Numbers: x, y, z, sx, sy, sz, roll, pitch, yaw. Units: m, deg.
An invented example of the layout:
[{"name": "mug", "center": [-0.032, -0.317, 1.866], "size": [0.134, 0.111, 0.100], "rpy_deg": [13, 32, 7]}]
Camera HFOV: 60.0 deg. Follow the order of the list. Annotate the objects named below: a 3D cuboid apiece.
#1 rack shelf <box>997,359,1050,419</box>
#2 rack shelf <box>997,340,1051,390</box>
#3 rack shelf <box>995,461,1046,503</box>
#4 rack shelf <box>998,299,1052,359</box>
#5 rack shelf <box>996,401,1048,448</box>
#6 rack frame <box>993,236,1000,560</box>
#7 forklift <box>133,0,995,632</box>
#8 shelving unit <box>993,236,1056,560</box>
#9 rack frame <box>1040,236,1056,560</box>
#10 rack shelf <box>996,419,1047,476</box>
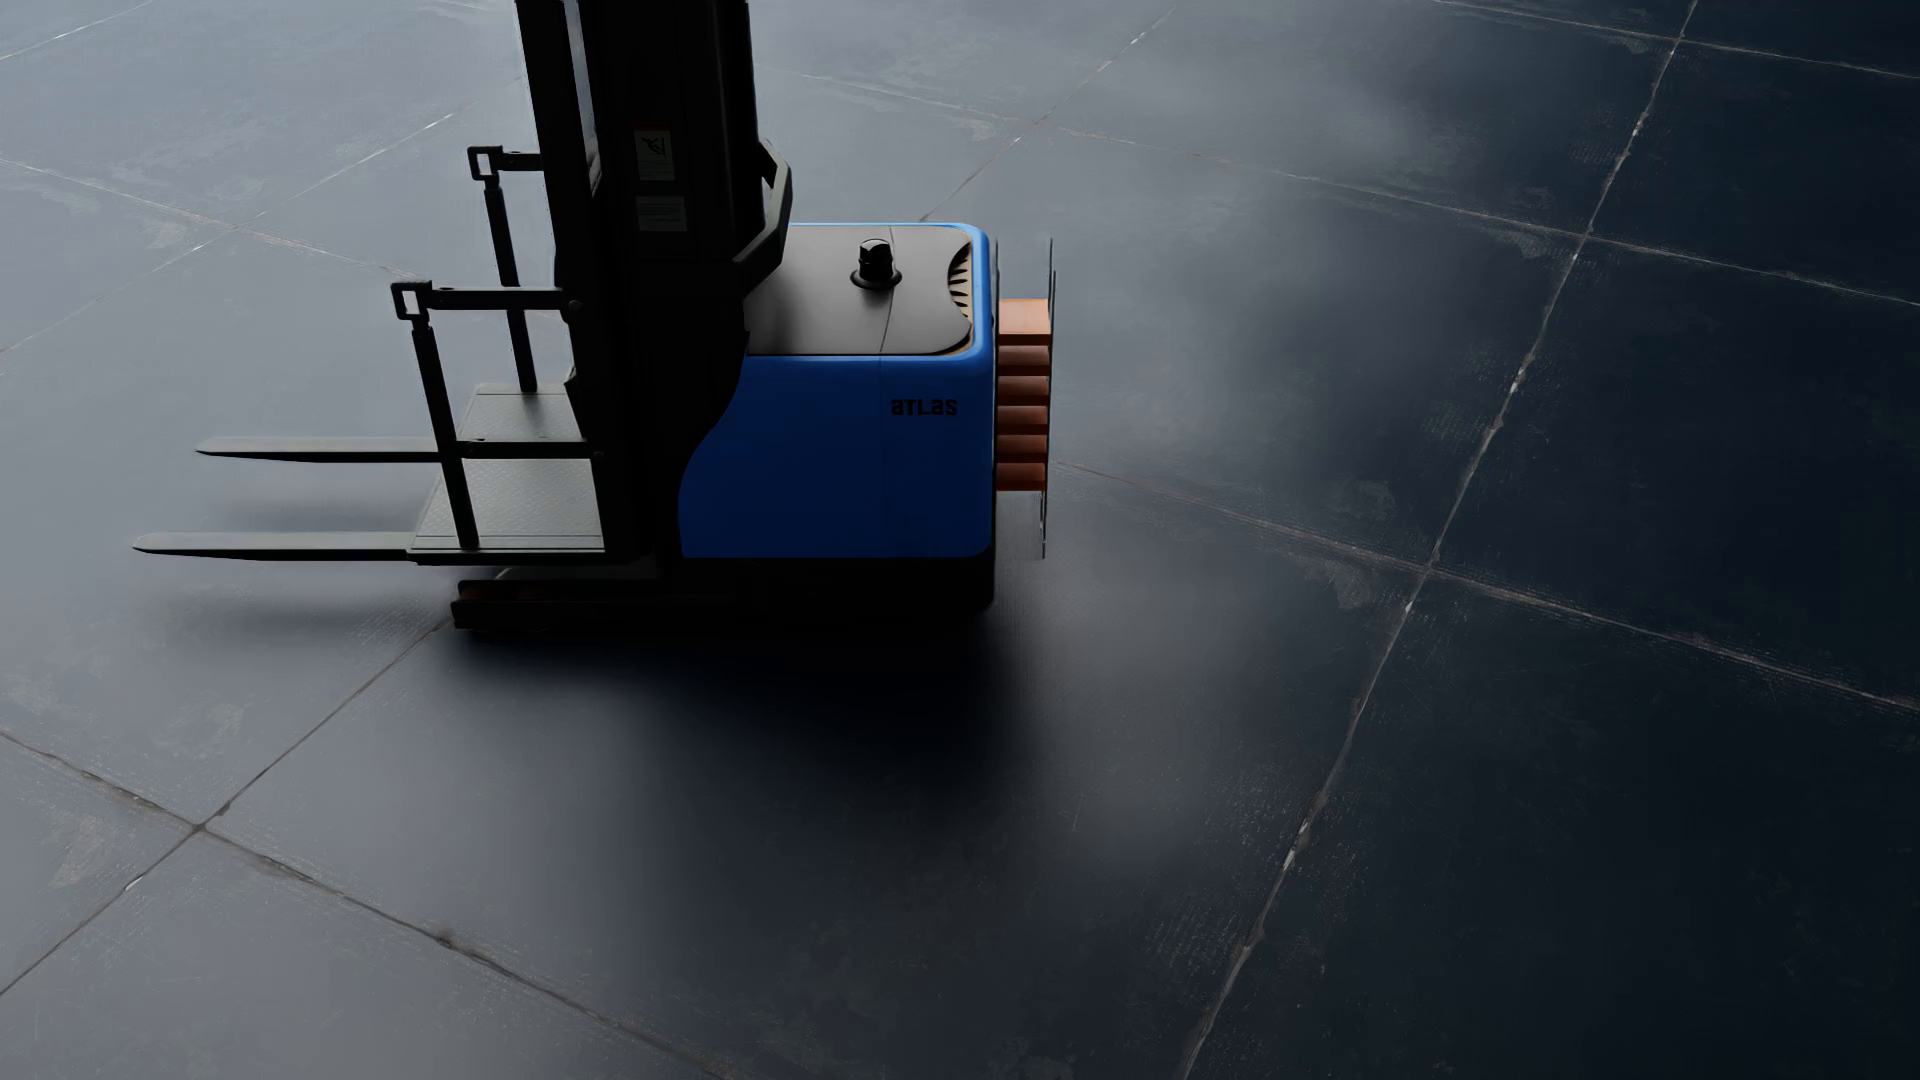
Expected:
[{"name": "rack shelf", "center": [0.218, -0.535, 5.838], "size": [0.180, 0.103, 0.258], "rpy_deg": [0, 37, 0]}, {"name": "rack shelf", "center": [0.218, -0.631, 5.765], "size": [0.180, 0.103, 0.258], "rpy_deg": [0, 37, 0]}, {"name": "rack shelf", "center": [0.218, -0.249, 6.056], "size": [0.180, 0.103, 0.258], "rpy_deg": [0, 37, 0]}, {"name": "rack shelf", "center": [0.218, -0.727, 5.693], "size": [0.180, 0.103, 0.258], "rpy_deg": [0, 37, 0]}, {"name": "rack shelf", "center": [0.218, -0.440, 5.911], "size": [0.180, 0.103, 0.258], "rpy_deg": [0, 37, 0]}, {"name": "rack frame", "center": [0.126, -0.475, 5.884], "size": [0.006, 1.200, 0.240], "rpy_deg": [0, 37, 0]}, {"name": "forklift", "center": [-1.397, -1.166, 5.362], "size": [3.031, 2.935, 1.130], "rpy_deg": [0, 37, 0]}, {"name": "shelving unit", "center": [0.218, -0.475, 5.884], "size": [0.189, 1.200, 0.258], "rpy_deg": [0, 37, 0]}, {"name": "rack frame", "center": [0.309, -0.475, 5.884], "size": [0.006, 1.200, 0.240], "rpy_deg": [0, 37, 0]}, {"name": "rack shelf", "center": [0.218, -0.344, 5.983], "size": [0.180, 0.103, 0.258], "rpy_deg": [0, 37, 0]}]
